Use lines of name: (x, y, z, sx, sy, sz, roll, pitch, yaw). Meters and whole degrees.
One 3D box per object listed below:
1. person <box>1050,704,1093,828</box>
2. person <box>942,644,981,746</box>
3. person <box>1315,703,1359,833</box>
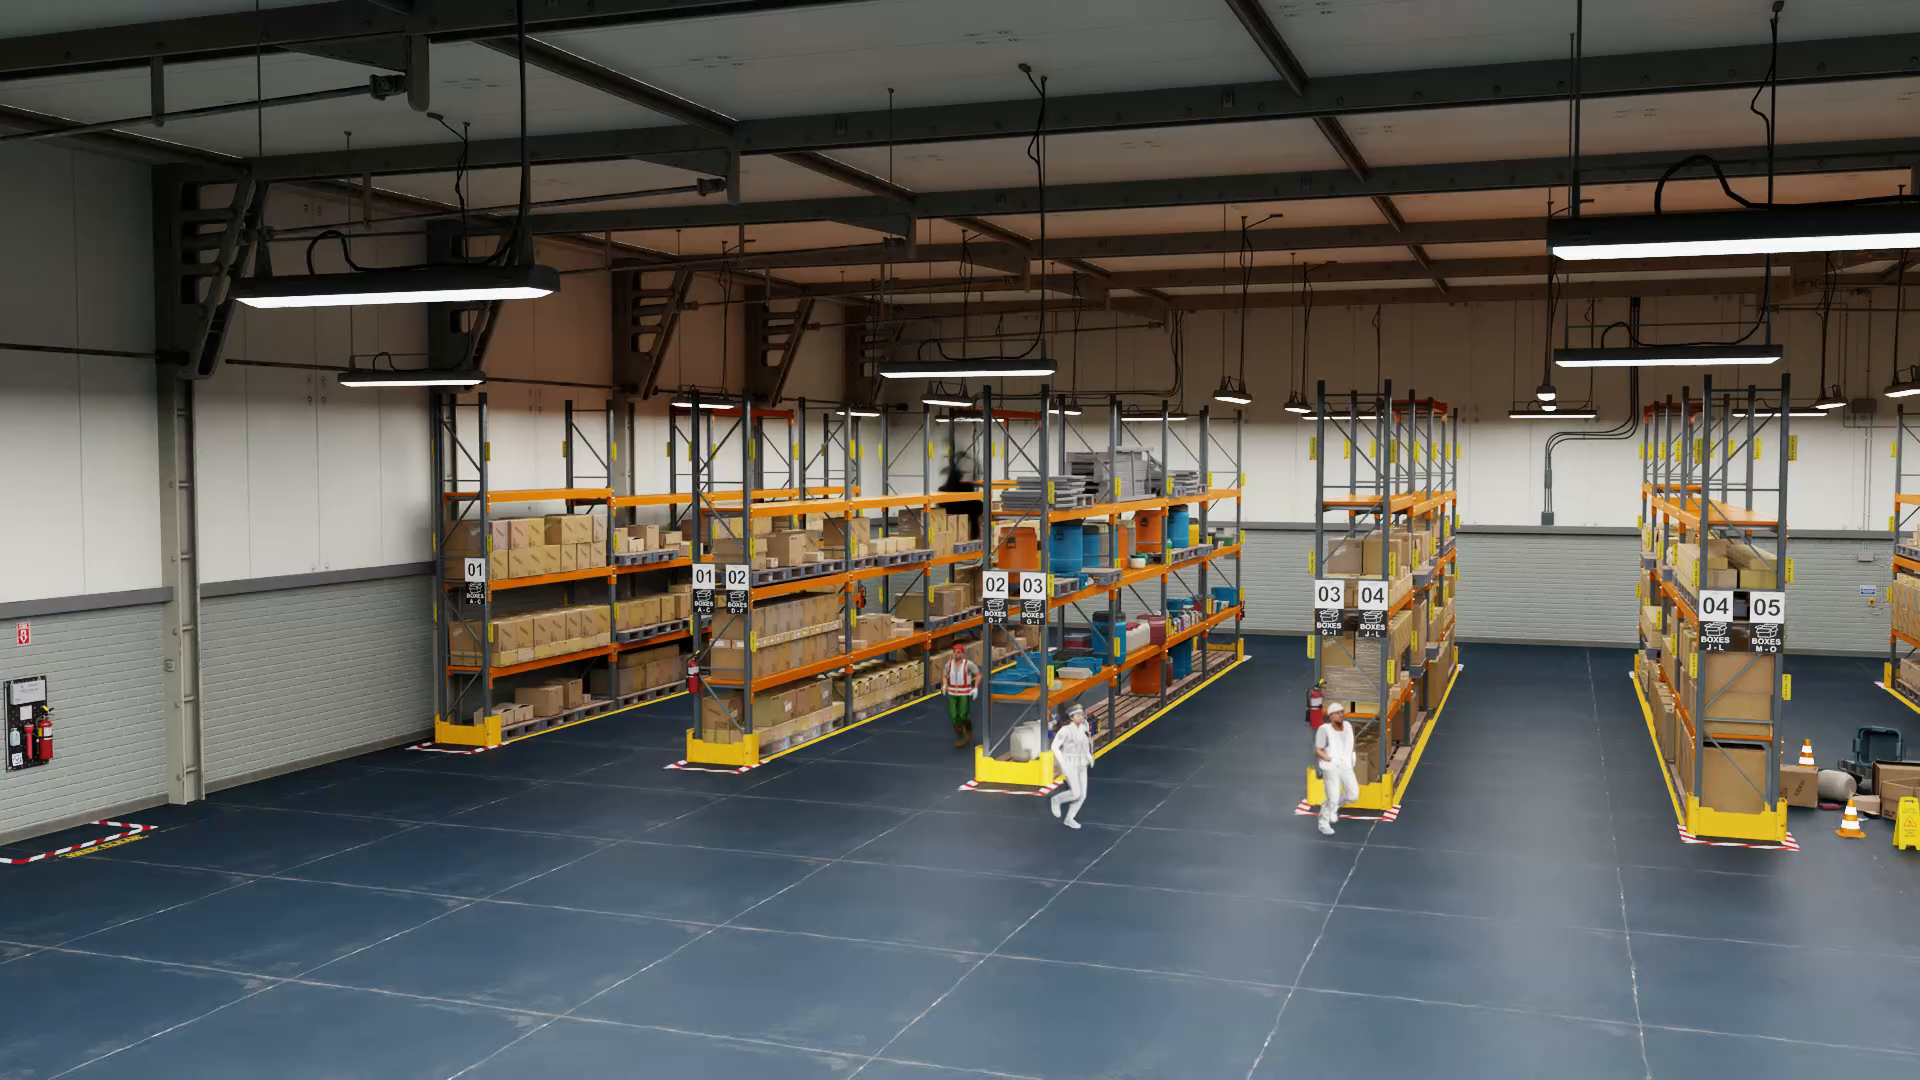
person: (1.513, 3.012, 22.194, 0.629, 1.654, 0.543, -2, 4, -38)
person: (-0.018, 2.625, 28.117, 0.655, 1.738, 0.581, 1, 3, 20)
person: (4.945, 2.979, 21.642, 0.711, 1.729, 0.656, -1, 3, -22)
